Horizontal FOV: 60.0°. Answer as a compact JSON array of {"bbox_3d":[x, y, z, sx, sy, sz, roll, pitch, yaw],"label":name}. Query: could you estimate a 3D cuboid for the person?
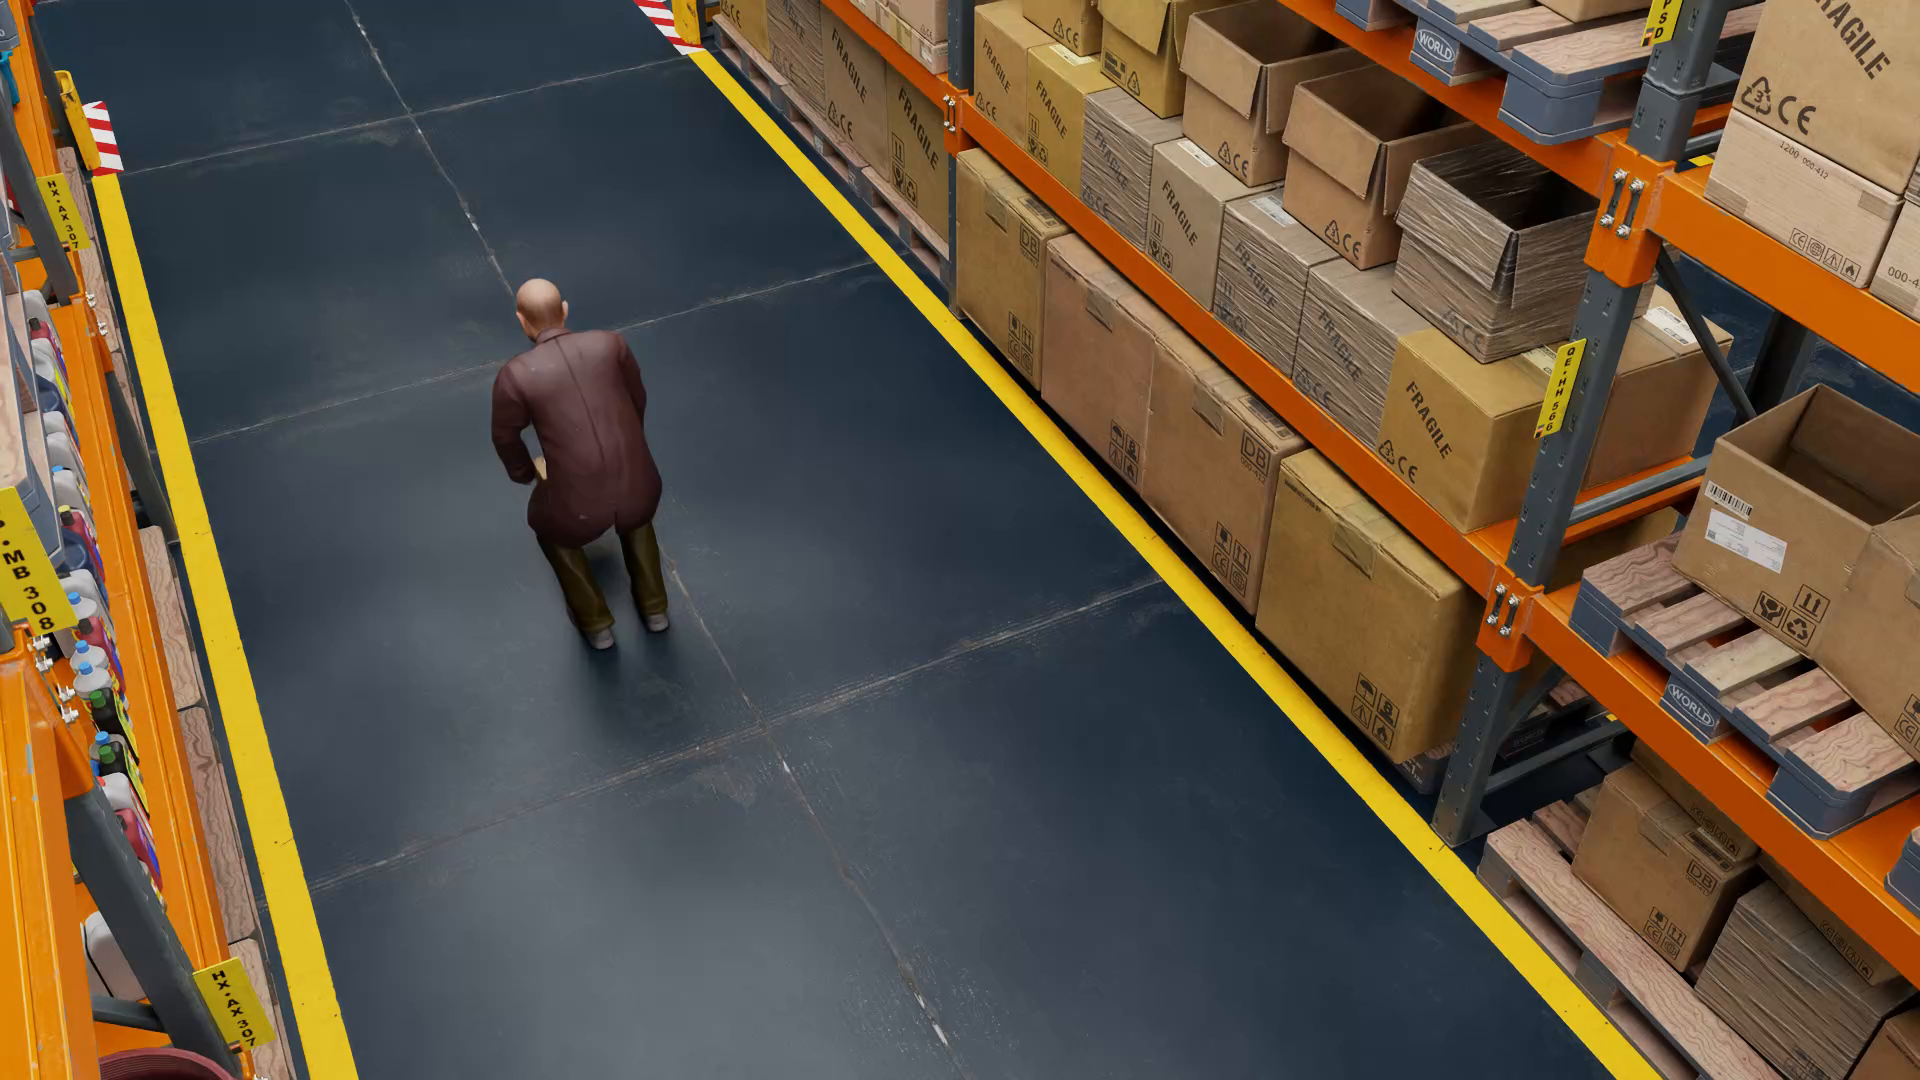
[{"bbox_3d":[-1.504,-0.263,6.654,0.625,1.552,0.612,-18,44,-20],"label":"person"}]
